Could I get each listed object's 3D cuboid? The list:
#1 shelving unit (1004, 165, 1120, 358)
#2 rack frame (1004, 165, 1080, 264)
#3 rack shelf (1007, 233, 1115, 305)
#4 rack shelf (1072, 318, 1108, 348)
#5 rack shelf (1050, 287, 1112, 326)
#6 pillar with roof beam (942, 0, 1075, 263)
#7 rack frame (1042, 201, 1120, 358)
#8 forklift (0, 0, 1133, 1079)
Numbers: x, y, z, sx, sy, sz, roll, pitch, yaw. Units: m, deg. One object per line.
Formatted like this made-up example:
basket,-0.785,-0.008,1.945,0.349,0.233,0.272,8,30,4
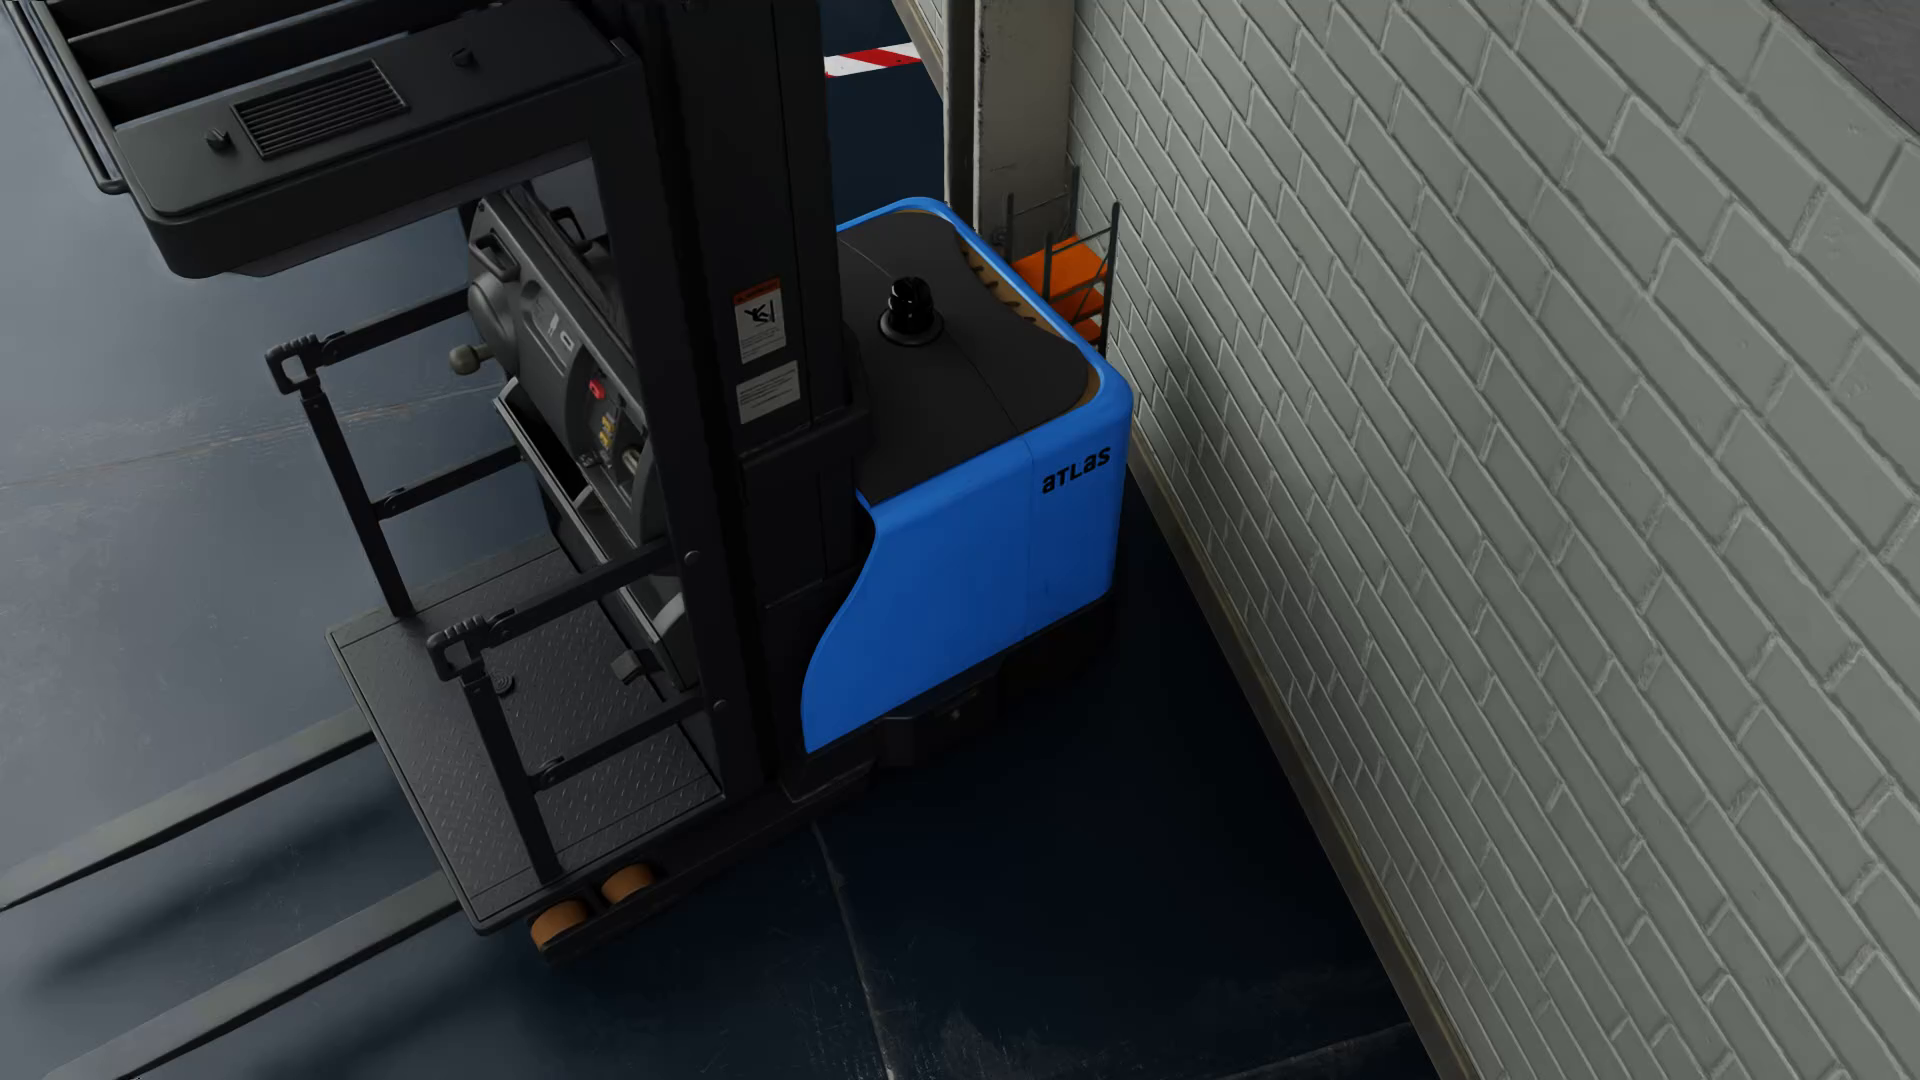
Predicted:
shelving unit,0.274,-0.527,4.909,0.258,1.200,0.189,-26,55,-21
rack frame,0.224,-0.585,4.958,0.240,1.200,0.006,-26,55,-21
rack shelf,0.275,-0.731,4.668,0.258,0.103,0.180,-26,55,-21
rack shelf,0.274,-0.576,4.851,0.258,0.103,0.180,-26,55,-21
rack shelf,0.275,-0.653,4.759,0.258,0.103,0.180,-26,55,-21
pillar with roof beam,-3.964,-2.867,1.781,9.100,9.000,0.400,-13,51,-11
rack frame,0.324,-0.468,4.859,0.240,1.200,0.006,-26,55,-21
forklift,-1.059,-0.318,3.601,3.031,2.935,1.130,-27,55,-21
